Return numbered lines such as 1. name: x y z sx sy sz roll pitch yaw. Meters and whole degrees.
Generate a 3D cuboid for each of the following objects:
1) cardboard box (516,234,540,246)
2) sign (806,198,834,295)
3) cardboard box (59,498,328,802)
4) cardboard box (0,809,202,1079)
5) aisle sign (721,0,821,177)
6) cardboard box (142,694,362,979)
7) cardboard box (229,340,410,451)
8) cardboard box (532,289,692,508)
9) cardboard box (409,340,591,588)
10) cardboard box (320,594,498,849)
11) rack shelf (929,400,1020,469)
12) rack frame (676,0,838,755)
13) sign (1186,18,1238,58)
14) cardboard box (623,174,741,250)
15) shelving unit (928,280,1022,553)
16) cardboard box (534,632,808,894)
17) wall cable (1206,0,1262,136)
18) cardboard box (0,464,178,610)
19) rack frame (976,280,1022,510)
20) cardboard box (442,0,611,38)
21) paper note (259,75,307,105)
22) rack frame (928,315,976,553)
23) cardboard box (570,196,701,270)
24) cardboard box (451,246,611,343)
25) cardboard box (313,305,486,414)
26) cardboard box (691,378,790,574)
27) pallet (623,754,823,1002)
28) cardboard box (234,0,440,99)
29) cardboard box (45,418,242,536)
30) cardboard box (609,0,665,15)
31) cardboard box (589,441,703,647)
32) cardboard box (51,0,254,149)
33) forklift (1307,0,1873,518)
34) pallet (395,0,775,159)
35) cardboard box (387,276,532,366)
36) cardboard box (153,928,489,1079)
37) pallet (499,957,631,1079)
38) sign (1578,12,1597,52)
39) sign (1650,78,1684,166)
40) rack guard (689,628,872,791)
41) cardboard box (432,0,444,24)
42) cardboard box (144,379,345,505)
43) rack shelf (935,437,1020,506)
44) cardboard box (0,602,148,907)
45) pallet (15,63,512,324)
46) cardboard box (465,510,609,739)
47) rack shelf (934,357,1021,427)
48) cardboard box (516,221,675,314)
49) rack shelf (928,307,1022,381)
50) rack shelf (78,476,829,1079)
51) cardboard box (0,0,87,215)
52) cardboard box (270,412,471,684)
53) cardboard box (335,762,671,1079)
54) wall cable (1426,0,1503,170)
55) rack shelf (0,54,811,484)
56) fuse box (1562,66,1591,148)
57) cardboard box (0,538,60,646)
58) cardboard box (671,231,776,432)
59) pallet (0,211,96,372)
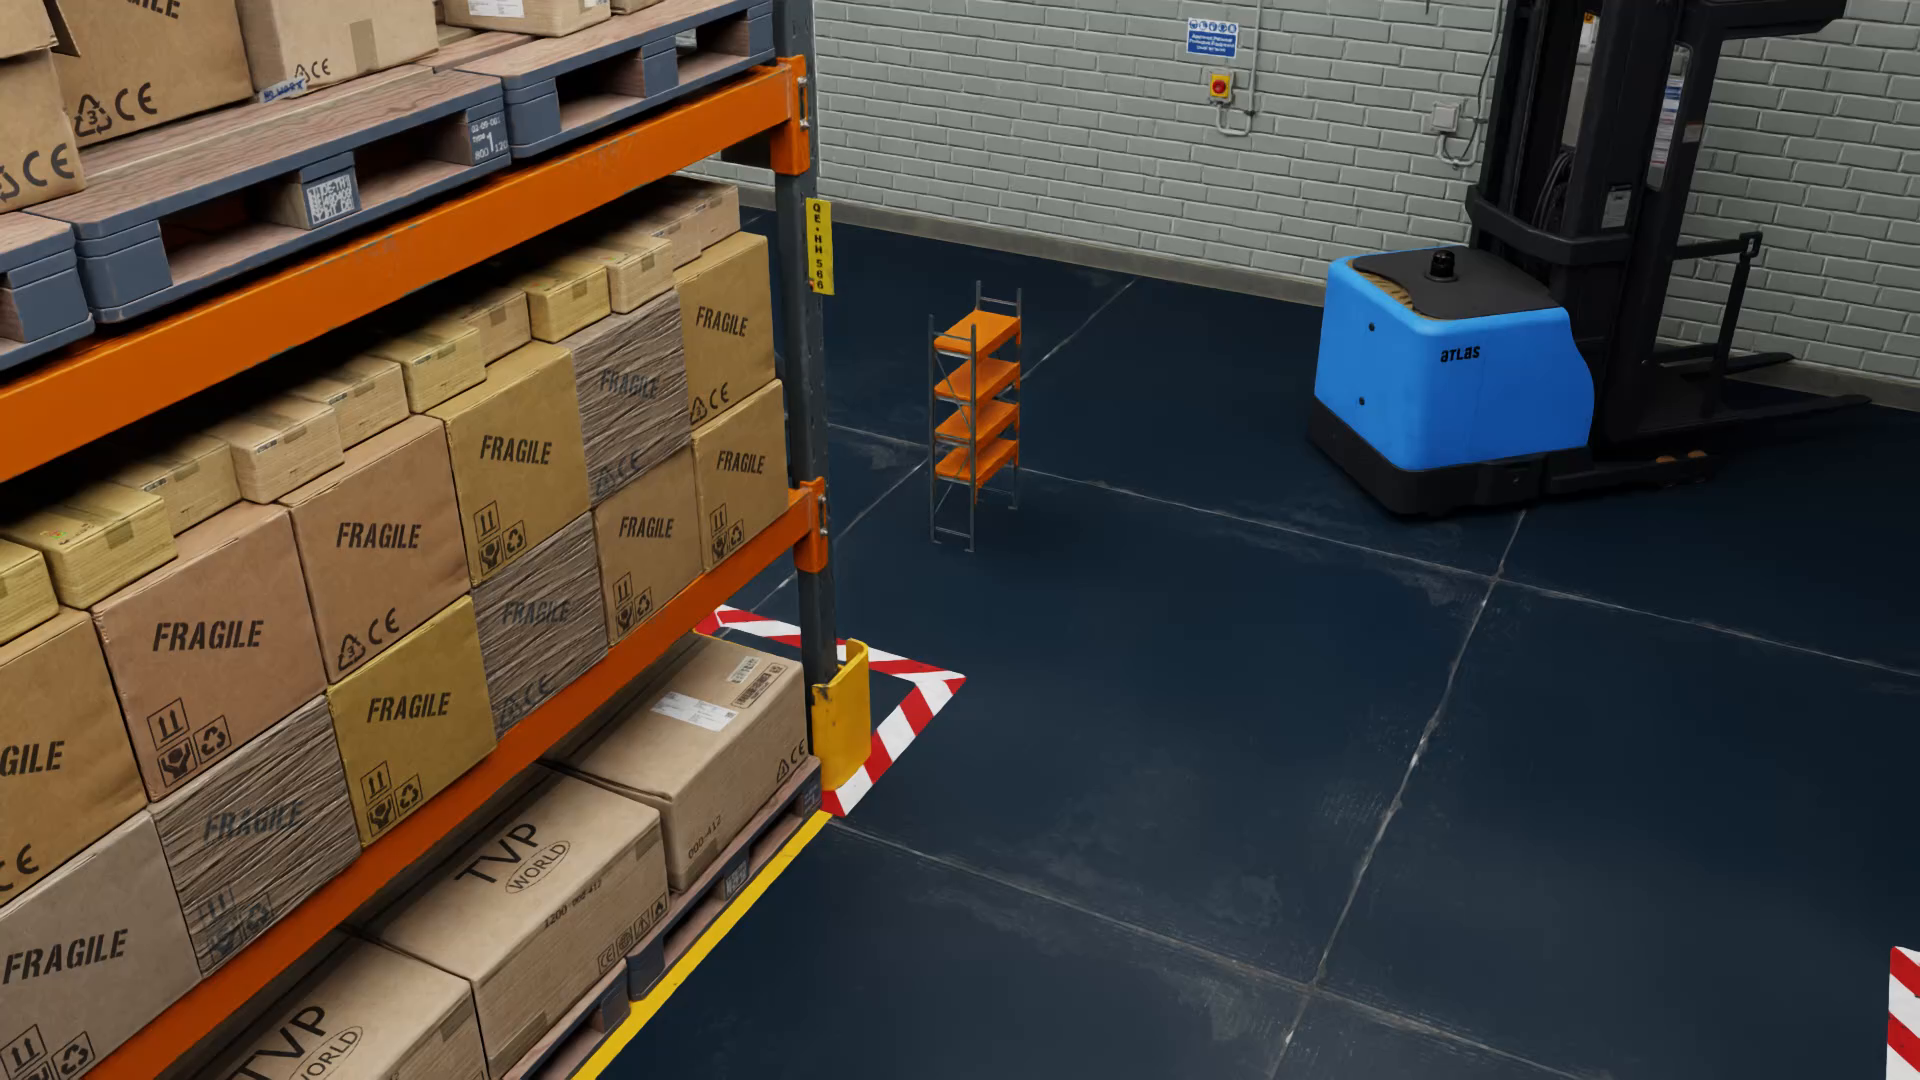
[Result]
1. cardboard box: -1.410 -1.032 5.278 0.380 0.149 0.250 15 33 24
2. sign: -0.469 -0.976 5.537 0.100 0.325 0.005 14 33 23
3. cardboard box: -1.856 0.193 3.798 0.500 0.500 0.500 15 33 24
4. cardboard box: -2.088 0.859 3.642 0.500 0.500 0.500 15 33 24
5. aisle sign: -0.637 -1.589 5.395 0.394 0.787 0.004 14 33 23
6. cardboard box: -1.856 0.640 4.023 0.500 0.500 0.500 15 33 24
7. cardboard box: -1.600 -0.364 4.115 0.380 0.149 0.250 15 33 25
8. cardboard box: -1.166 -0.471 4.954 0.500 0.500 0.500 14 33 23
9. cardboard box: -1.394 -0.253 4.573 0.500 0.500 0.500 14 33 23
10. cardboard box: -1.621 0.411 4.421 0.500 0.500 0.500 15 33 25
11. rack shelf: 0.075 -0.535 8.112 0.258 0.148 0.480 14 33 23
12. rack frame: -0.946 -0.500 6.109 1.000 3.000 0.127 14 33 23
13. sign: 1.587 -3.161 10.470 0.327 0.218 0.001 14 33 23
14. cardboard box: -0.931 -1.054 5.317 0.380 0.149 0.250 15 33 24
15. shelving unit: 0.075 -0.594 8.079 0.258 1.200 0.503 14 33 23
16. cardboard box: -1.158 0.744 6.093 0.875 0.438 0.875 13 32 22
17. wall cable: 1.602 -3.459 10.210 0.585 1.953 0.123 14 33 23
18. cardboard box: -1.897 -0.014 3.506 0.380 0.149 0.250 13 32 22
19. rack frame: 0.187 -0.702 8.267 0.240 1.200 0.015 14 33 23
20. cardboard box: -1.191 -1.494 4.557 0.380 0.149 0.250 12 32 19
21. paper note: -1.385 -0.922 3.405 0.006 0.032 0.123 14 33 23
22. rack frame: -0.036 -0.486 7.891 0.240 1.200 0.015 14 33 23
23. cardboard box: -1.025 -0.936 5.112 0.380 0.149 0.250 15 33 24
24. cardboard box: -1.219 -0.700 4.701 0.380 0.149 0.250 15 33 24
25. cardboard box: -1.464 -0.476 4.311 0.380 0.149 0.250 15 33 24
26. cardboard box: -0.930 -0.270 5.607 0.500 0.500 0.500 14 33 24
27. pallet: -1.241 1.081 6.155 1.003 0.211 1.213 14 33 23
28. cardboard box: -1.672 -1.336 4.119 0.500 0.311 0.500 15 33 24
29. cardboard box: -1.856 -0.144 3.733 0.380 0.149 0.250 14 33 23
30. cardboard box: -1.071 -1.742 4.887 0.500 0.250 0.500 11 32 19
31. cardboard box: -1.172 -0.051 5.226 0.500 0.500 0.500 14 33 22
32. cardboard box: -1.998 -1.210 3.711 0.500 0.500 0.500 15 33 24
33. forklift: 3.477 -1.791 8.425 3.031 2.935 1.130 -9 31 -14
34. pallet: -1.275 -1.431 4.807 1.003 0.211 1.213 14 33 23
35. cardboard box: -1.402 -0.600 4.527 0.380 0.149 0.250 14 33 23
36. cardboard box: -1.979 1.551 4.688 0.875 0.438 0.875 13 32 22
37. pallet: -1.797 1.620 5.217 1.003 0.211 1.213 14 33 23
38. sign: 3.451 -2.927 9.505 0.339 0.242 0.001 14 33 23
39. sign: 3.940 -2.403 9.517 0.329 0.494 0.001 14 33 23
40. rack guard: -0.935 0.573 6.750 1.175 0.500 0.348 14 33 23
41. cardboard box: -1.646 -1.487 4.546 0.380 0.149 0.250 16 33 25
42. cardboard box: -1.683 -0.237 3.895 0.380 0.149 0.250 14 33 23
43. rack shelf: 0.075 -0.363 8.211 0.258 0.148 0.480 14 33 23
44. cardboard box: -2.100 0.417 3.407 0.500 0.500 0.500 14 33 23
45. pallet: -1.829 -0.888 3.862 1.003 0.211 1.213 14 33 23
46. cardboard box: -1.398 0.180 4.825 0.500 0.500 0.500 15 33 25
47. rack shelf: 0.075 -0.729 8.001 0.258 0.148 0.480 14 33 23
48. cardboard box: -1.068 -0.802 4.879 0.380 0.149 0.250 14 33 23
49. rack shelf: 0.075 -0.934 7.883 0.258 0.148 0.480 14 33 23
50. rack shelf: -1.857 0.698 4.744 1.077 0.370 4.000 14 33 23
51. cardboard box: -2.182 -0.903 3.173 0.797 0.503 0.637 17 34 27
52. cardboard box: -1.625 -0.030 4.186 0.500 0.500 0.500 14 33 23
53. cardboard box: -1.567 1.152 5.384 0.875 0.438 0.875 15 33 25
54. wall cable: 2.870 -3.129 9.667 0.588 1.984 0.122 14 33 23
55. rack shelf: -1.857 -0.602 3.997 1.077 0.370 4.000 14 33 23
56. fuse box: 3.406 -1.905 9.850 0.539 1.711 0.414 14 33 23
57. cardboard box: -2.044 0.097 3.313 0.380 0.149 0.250 14 33 23
58. cardboard box: -0.954 -0.709 5.369 0.500 0.500 0.500 15 33 25
59. pallet: -2.386 -0.350 2.924 1.003 0.211 1.213 14 33 23
